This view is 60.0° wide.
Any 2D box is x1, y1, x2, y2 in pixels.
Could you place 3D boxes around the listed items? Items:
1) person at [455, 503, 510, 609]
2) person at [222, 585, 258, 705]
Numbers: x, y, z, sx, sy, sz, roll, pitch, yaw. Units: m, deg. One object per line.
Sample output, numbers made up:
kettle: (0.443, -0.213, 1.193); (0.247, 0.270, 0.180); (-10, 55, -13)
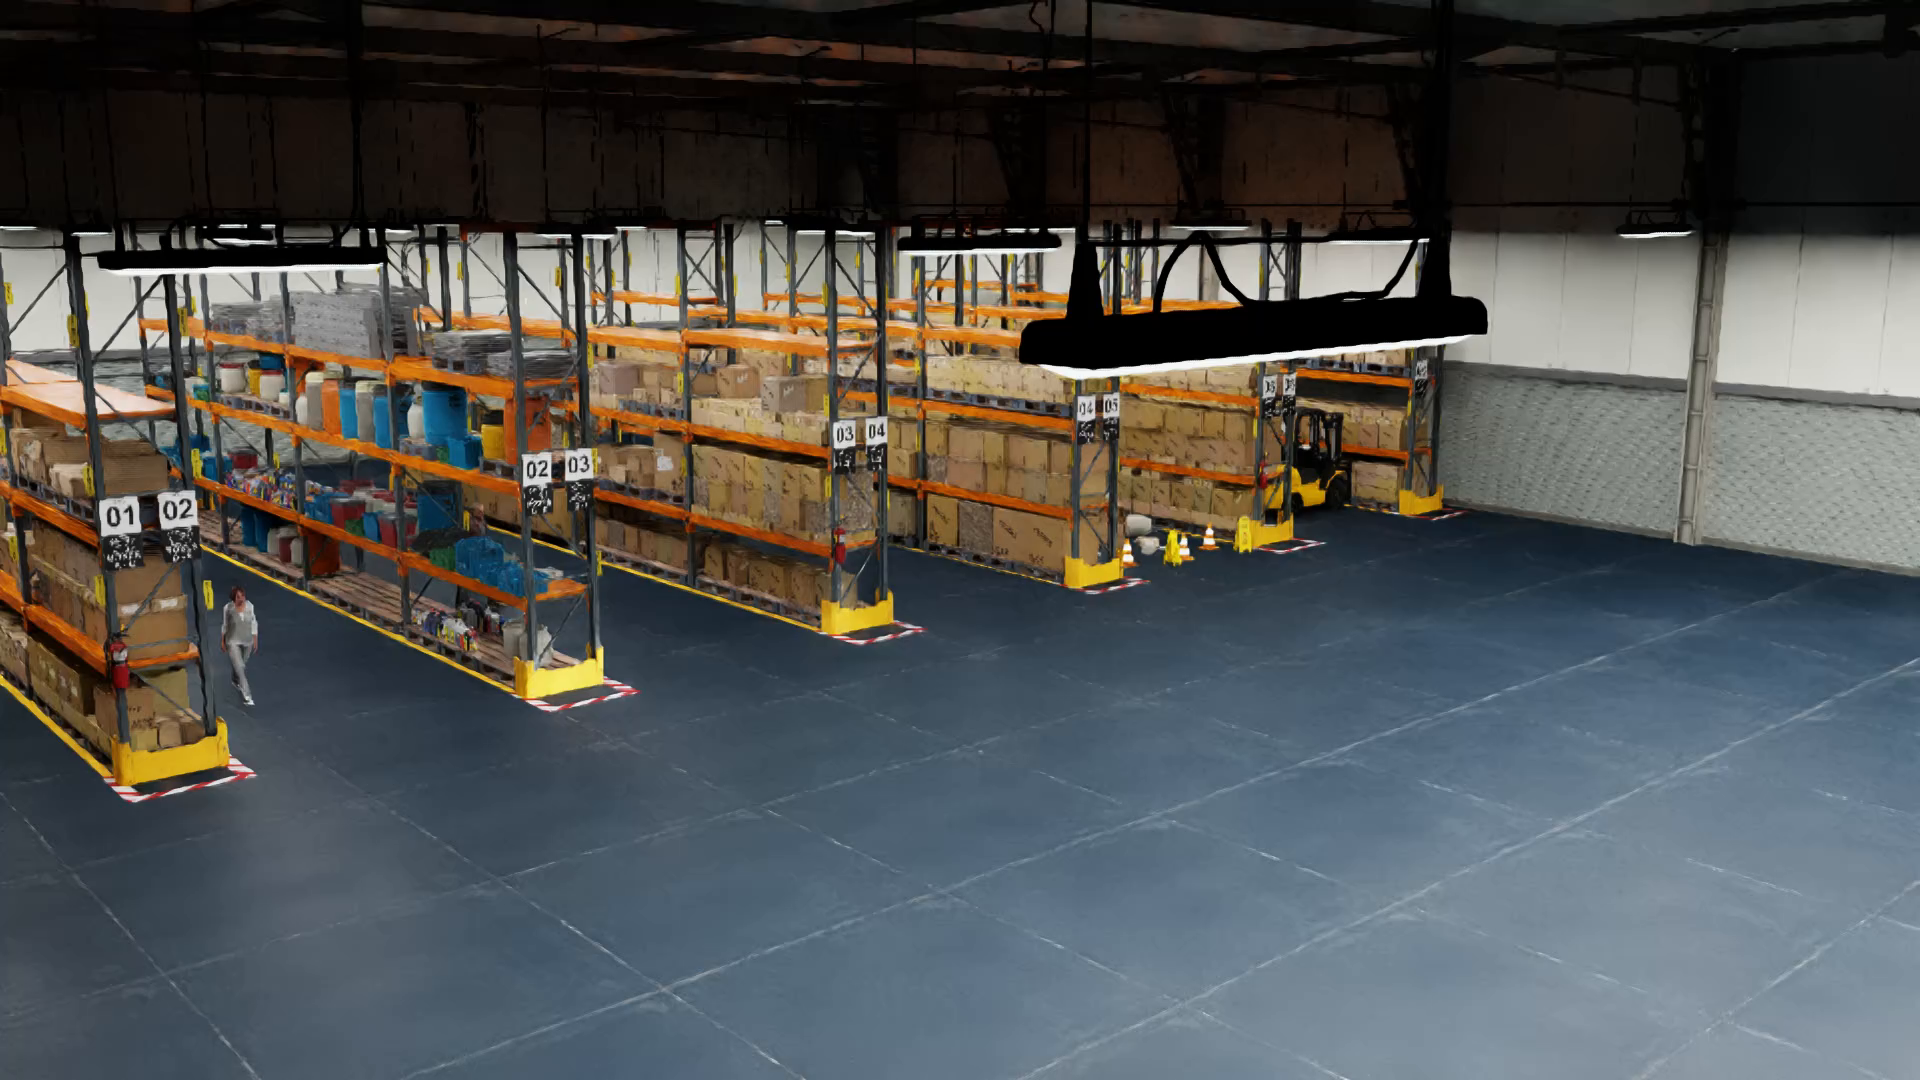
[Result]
person: (-7.617, 0.258, 26.173); (0.791, 1.733, 0.710); (6, 13, 26)
person: (-9.286, 1.306, 21.492); (0.415, 1.517, 1.041); (-11, 16, -43)
